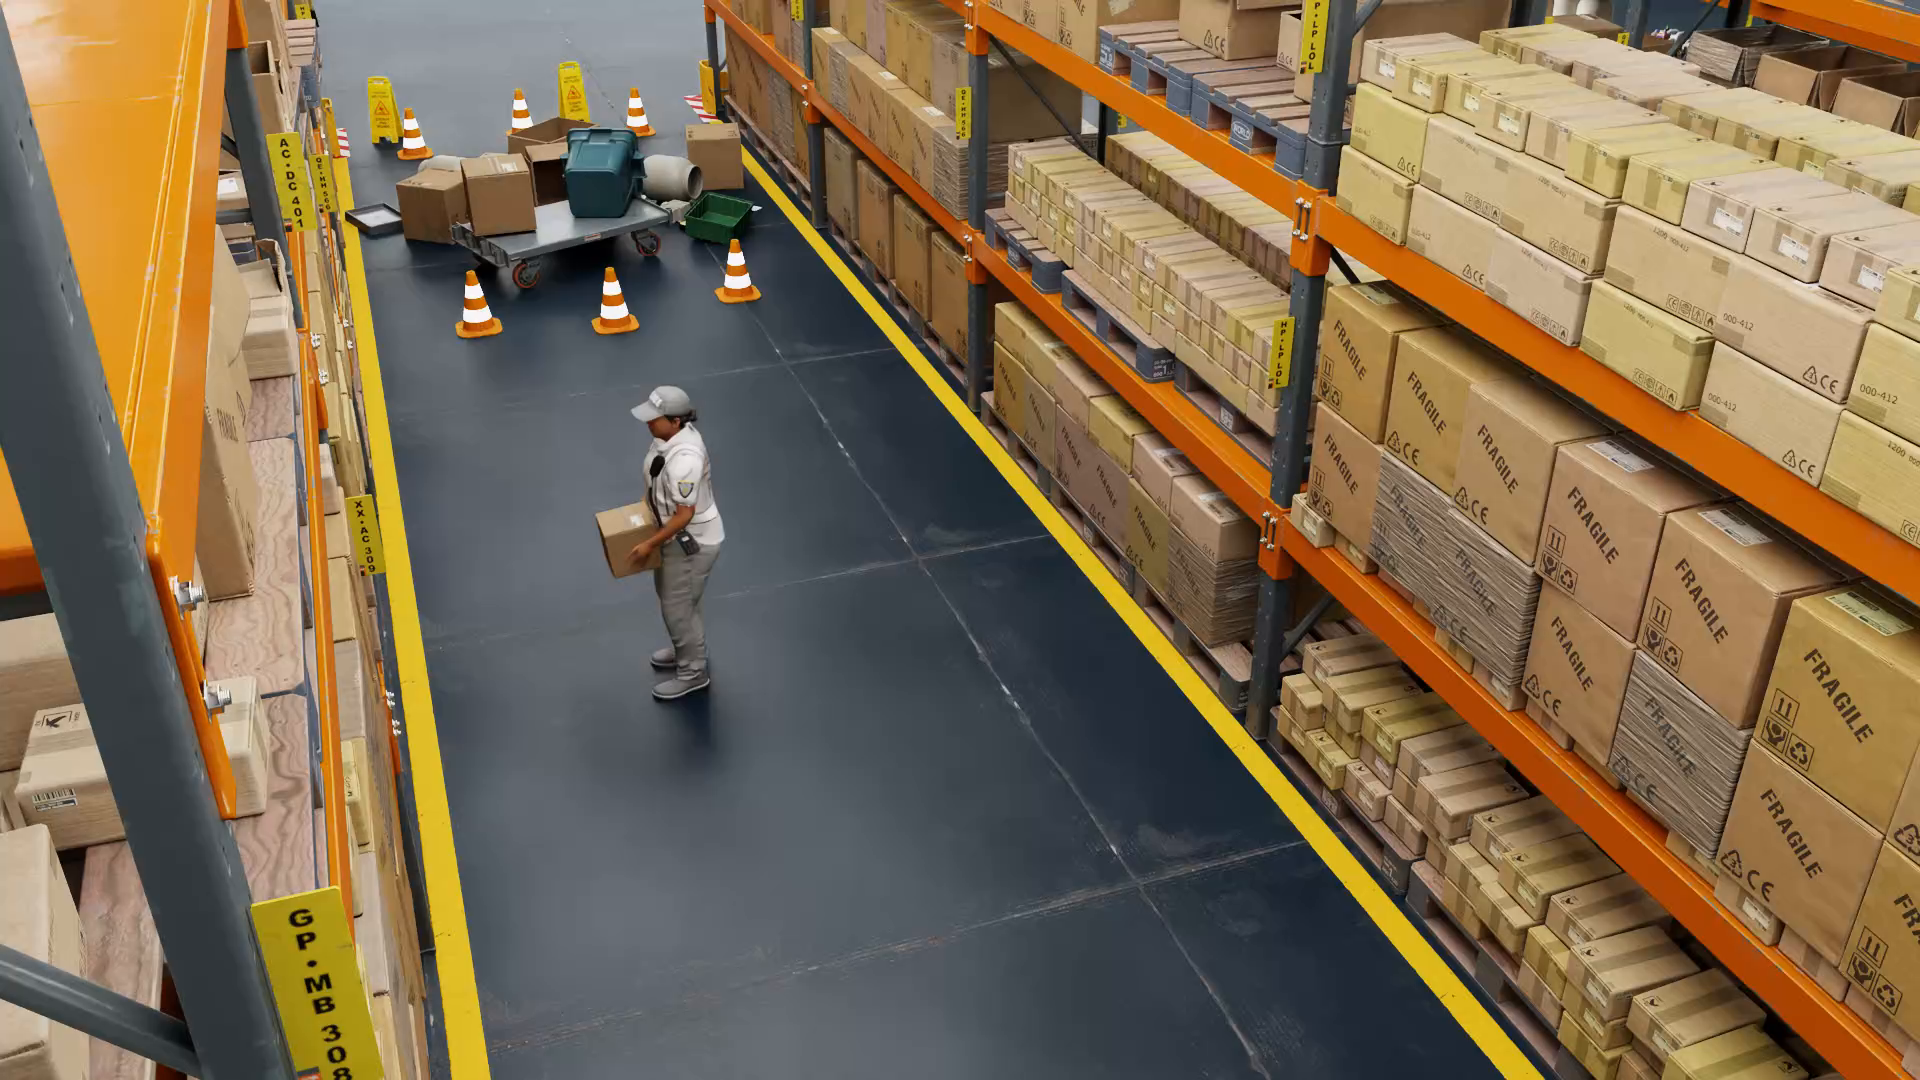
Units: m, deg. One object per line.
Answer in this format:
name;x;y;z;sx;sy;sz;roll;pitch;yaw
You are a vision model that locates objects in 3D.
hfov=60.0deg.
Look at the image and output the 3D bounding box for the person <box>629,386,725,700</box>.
person;-1.437;-0.002;8.330;0.490;1.671;0.493;-11;32;-18
